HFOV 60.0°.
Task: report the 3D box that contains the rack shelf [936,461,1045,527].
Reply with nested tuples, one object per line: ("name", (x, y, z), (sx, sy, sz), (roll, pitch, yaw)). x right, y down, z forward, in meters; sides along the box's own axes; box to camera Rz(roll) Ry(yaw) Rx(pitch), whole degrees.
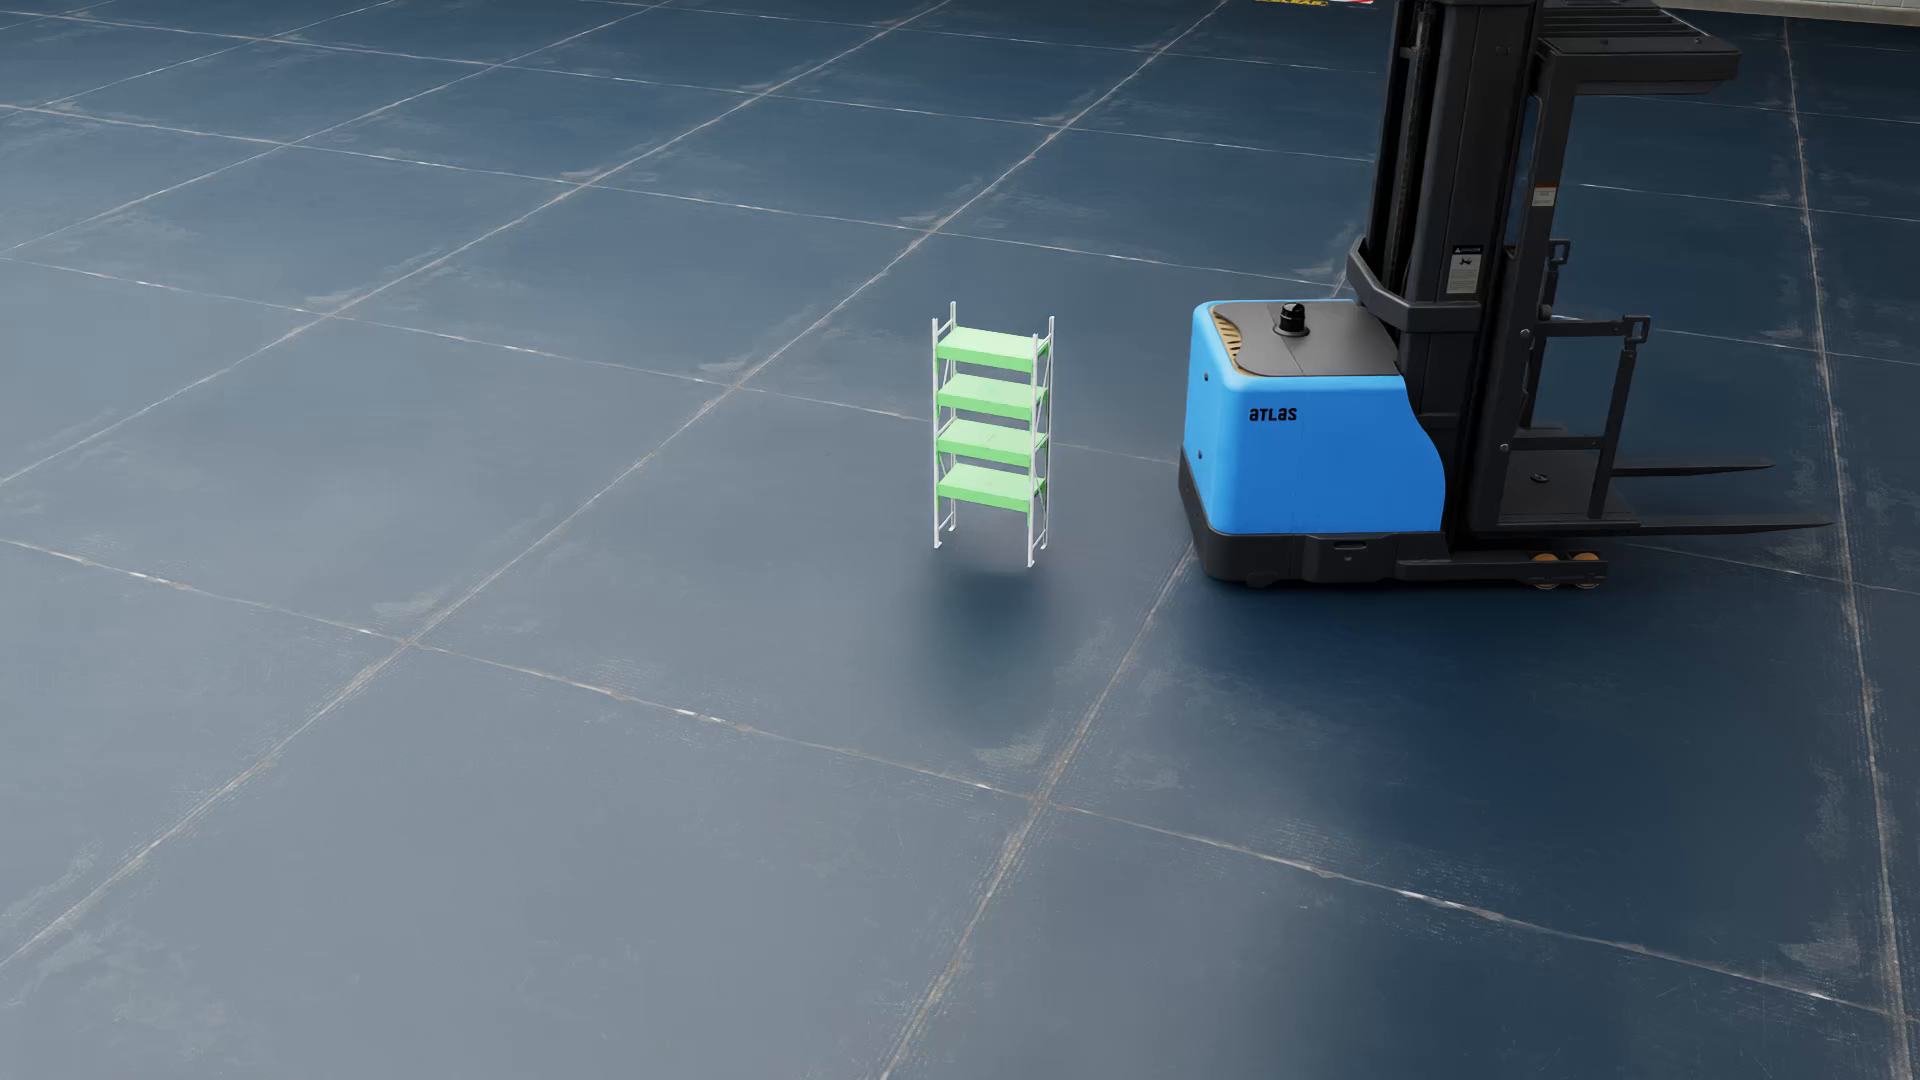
("rack shelf", (0.153, -0.227, 8.050), (0.480, 0.148, 0.258), (11, 31, 19))

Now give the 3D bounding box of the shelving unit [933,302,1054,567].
("shelving unit", (0.153, -0.492, 7.901), (0.503, 1.200, 0.258), (11, 31, 19))

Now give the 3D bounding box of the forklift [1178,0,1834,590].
("forklift", (2.655, -1.304, 7.579), (3.031, 2.935, 1.130), (-1, 29, -2))

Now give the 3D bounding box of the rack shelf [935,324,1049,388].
("rack shelf", (0.153, -0.854, 7.696), (0.480, 0.148, 0.258), (11, 31, 19))

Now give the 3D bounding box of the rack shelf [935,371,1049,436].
("rack shelf", (0.153, -0.645, 7.814), (0.480, 0.148, 0.258), (11, 31, 19))

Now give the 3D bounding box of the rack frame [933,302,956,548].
("rack frame", (-0.073, -0.537, 7.980), (0.015, 1.200, 0.240), (11, 31, 19))

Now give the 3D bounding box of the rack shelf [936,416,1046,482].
("rack shelf", (0.153, -0.436, 7.932), (0.480, 0.148, 0.258), (11, 31, 19))

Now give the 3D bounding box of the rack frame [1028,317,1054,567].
("rack frame", (0.379, -0.447, 7.821), (0.015, 1.200, 0.240), (11, 31, 19))
